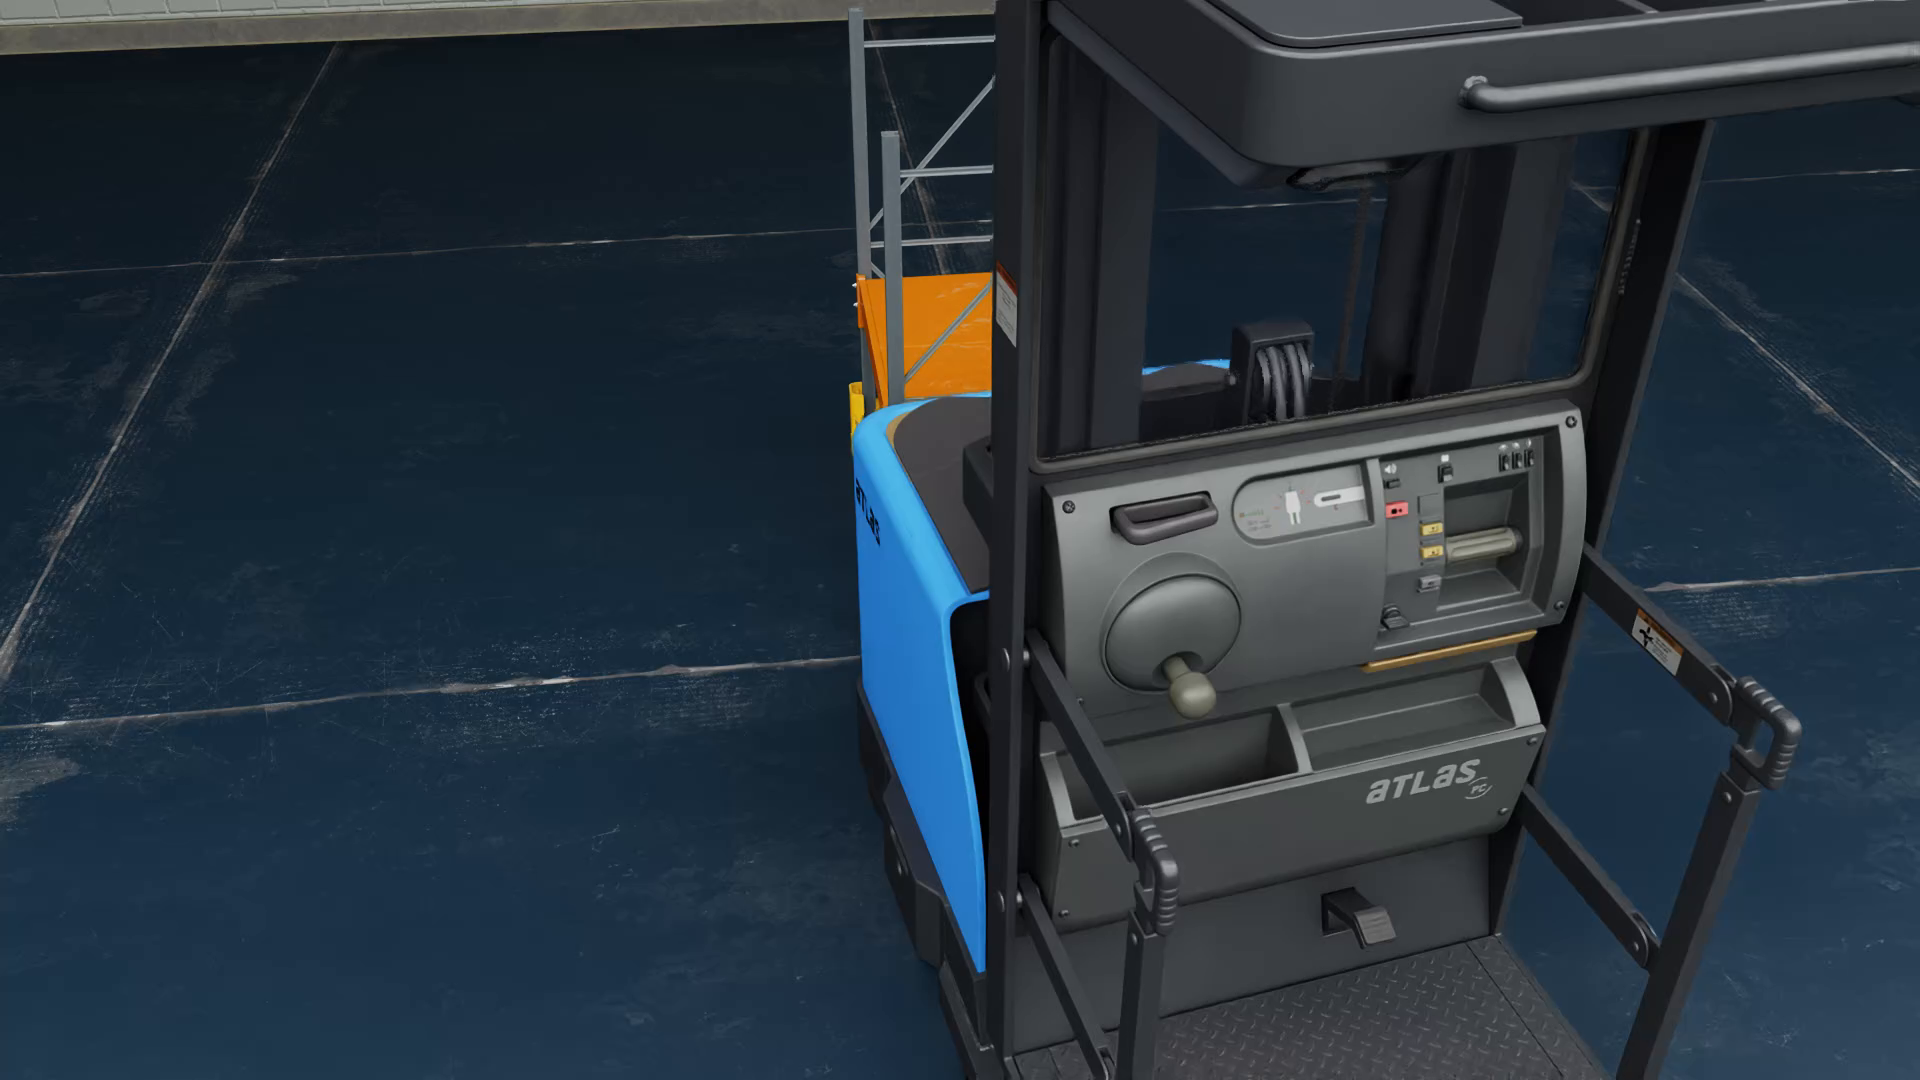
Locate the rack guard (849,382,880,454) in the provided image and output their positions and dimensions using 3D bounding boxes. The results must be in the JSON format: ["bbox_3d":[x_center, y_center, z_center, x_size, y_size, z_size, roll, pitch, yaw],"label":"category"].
[{"bbox_3d":[-0.077,-0.424,5.650,0.587,0.250,0.087,-4,35,-6],"label":"rack guard"}]

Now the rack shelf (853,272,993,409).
[{"bbox_3d":[-0.011,-0.519,4.999,0.538,0.185,1.000,-4,35,-6],"label":"rack shelf"}]

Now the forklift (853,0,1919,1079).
[{"bbox_3d":[0.658,0.092,2.513,1.130,2.935,3.031,-10,35,-14],"label":"forklift"}]

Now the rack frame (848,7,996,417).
[{"bbox_3d":[-0.080,-0.951,5.314,0.500,1.500,0.032,-4,35,-6],"label":"rack frame"}]

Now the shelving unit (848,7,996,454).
[{"bbox_3d":[-0.010,-0.662,4.890,0.587,1.500,1.083,-4,35,-6],"label":"shelving unit"}]

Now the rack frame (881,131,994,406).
[{"bbox_3d":[0.057,-0.384,4.481,0.500,1.500,0.032,-4,35,-6],"label":"rack frame"}]
